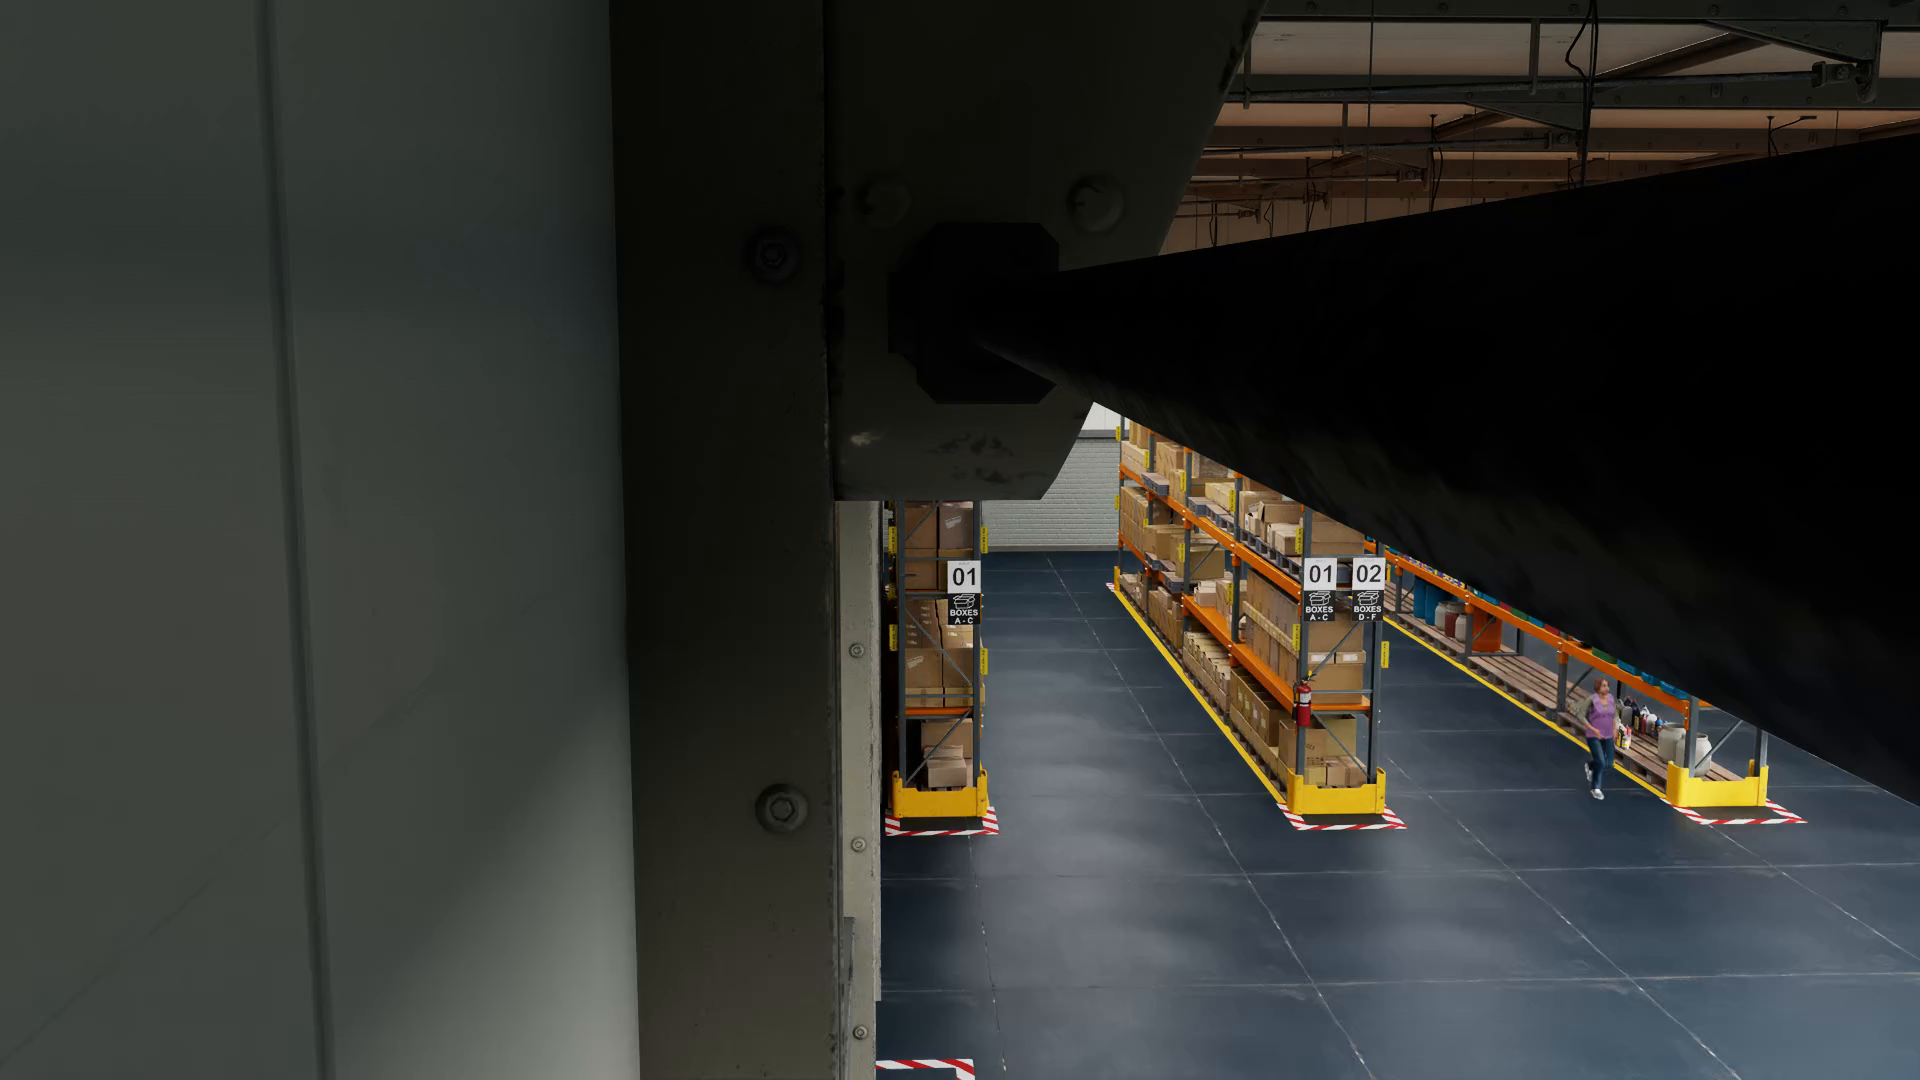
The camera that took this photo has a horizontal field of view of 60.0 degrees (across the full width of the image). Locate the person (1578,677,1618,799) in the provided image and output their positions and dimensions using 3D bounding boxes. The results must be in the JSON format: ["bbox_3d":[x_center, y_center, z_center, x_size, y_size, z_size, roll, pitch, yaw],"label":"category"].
[{"bbox_3d":[8.178,2.510,21.348,0.563,1.560,0.575,-2,8,-11],"label":"person"}]
